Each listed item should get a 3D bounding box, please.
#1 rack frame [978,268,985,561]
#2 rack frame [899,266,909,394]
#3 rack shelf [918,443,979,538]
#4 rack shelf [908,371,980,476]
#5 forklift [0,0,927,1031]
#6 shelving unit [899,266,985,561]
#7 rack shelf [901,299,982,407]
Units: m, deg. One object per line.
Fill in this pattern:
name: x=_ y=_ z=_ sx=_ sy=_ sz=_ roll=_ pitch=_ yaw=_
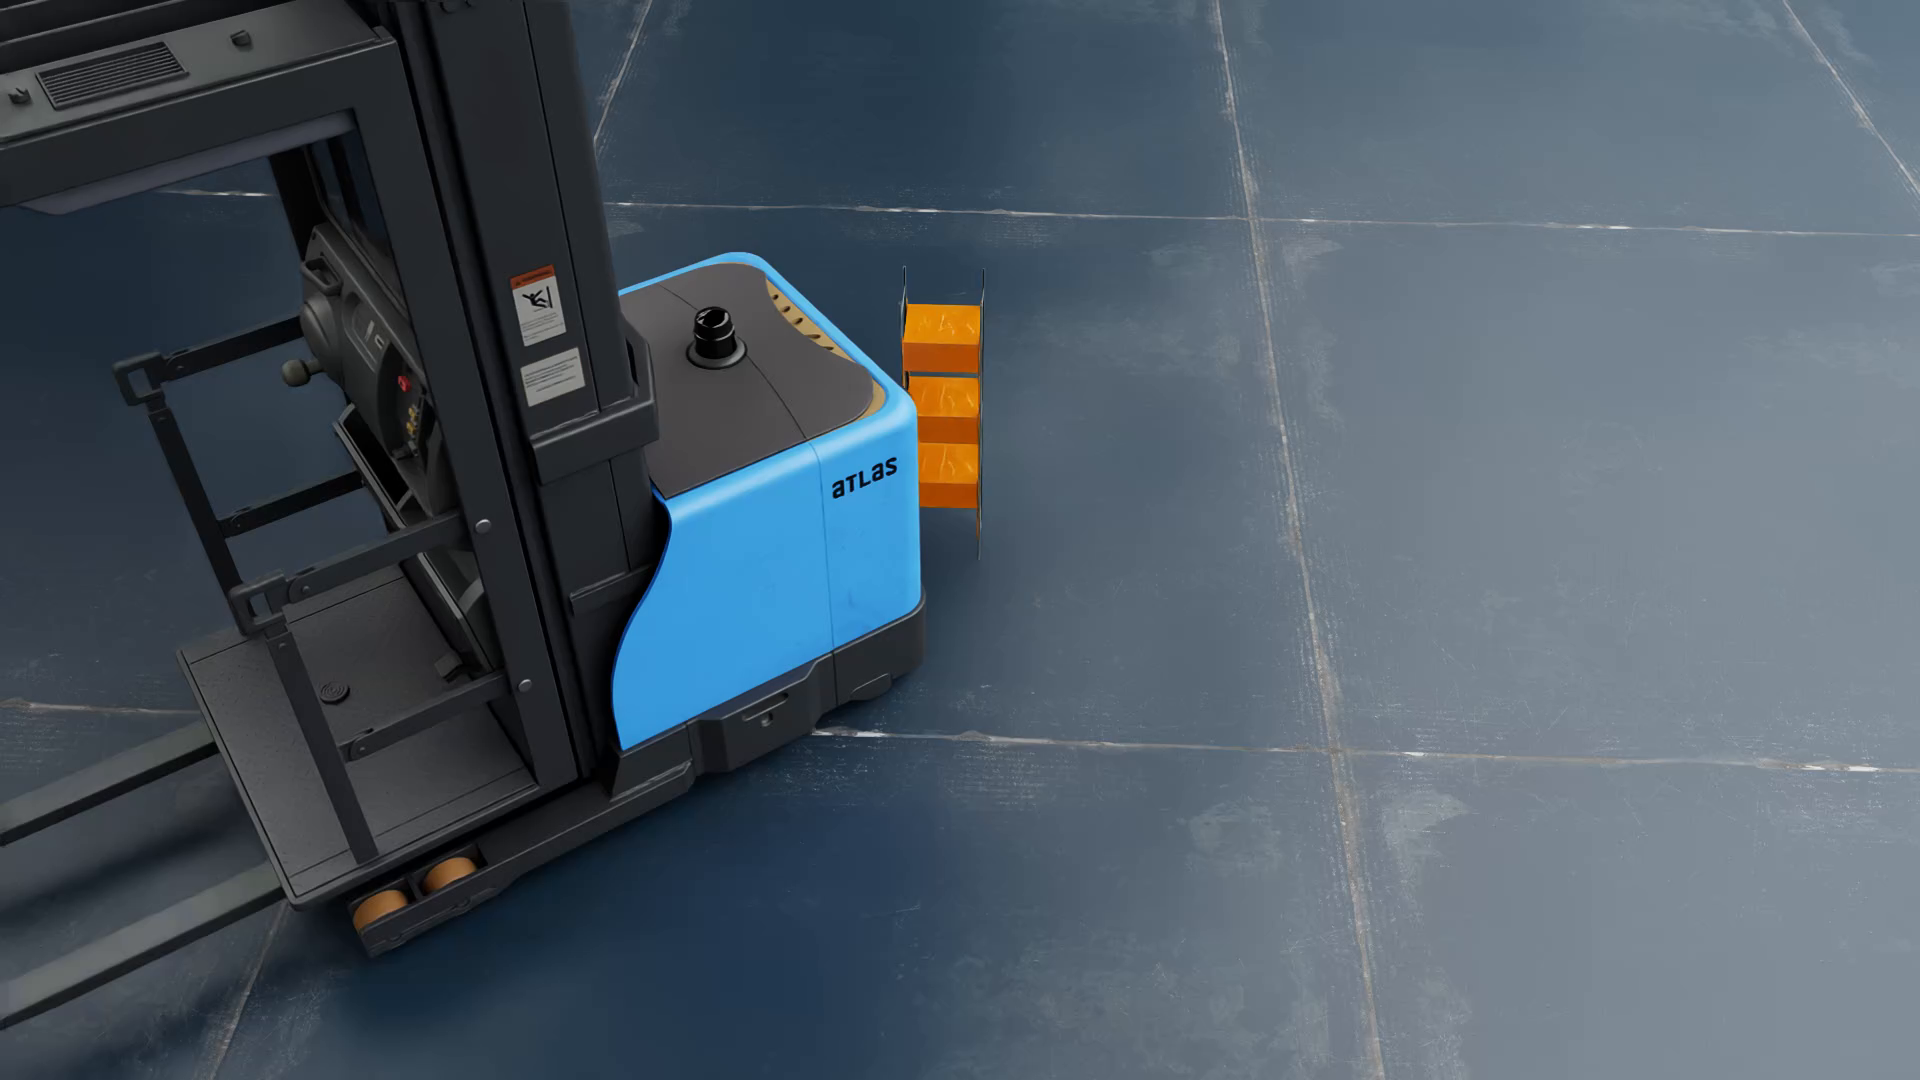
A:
rack frame: x=0.068 y=-0.382 z=5.390 sx=0.008 sy=1.050 sz=0.200 roll=2 pitch=43 yaw=2
rack frame: x=-0.175 y=-0.390 z=5.398 sx=0.008 sy=1.050 sz=0.200 roll=2 pitch=43 yaw=2
rack shelf: x=-0.053 y=-0.175 z=5.591 sx=0.240 sy=0.259 sz=0.215 roll=2 pitch=43 yaw=2
rack shelf: x=-0.053 y=-0.378 z=5.401 sx=0.240 sy=0.259 sz=0.215 roll=2 pitch=43 yaw=2
forklift: x=-1.609 y=-0.366 z=3.993 sx=3.031 sy=2.935 sz=1.130 roll=-25 pitch=48 yaw=-24
shelving unit: x=-0.053 y=-0.386 z=5.394 sx=0.252 sy=1.050 sz=0.215 roll=2 pitch=43 yaw=2
rack shelf: x=-0.053 y=-0.586 z=5.208 sx=0.240 sy=0.259 sz=0.215 roll=2 pitch=43 yaw=2
